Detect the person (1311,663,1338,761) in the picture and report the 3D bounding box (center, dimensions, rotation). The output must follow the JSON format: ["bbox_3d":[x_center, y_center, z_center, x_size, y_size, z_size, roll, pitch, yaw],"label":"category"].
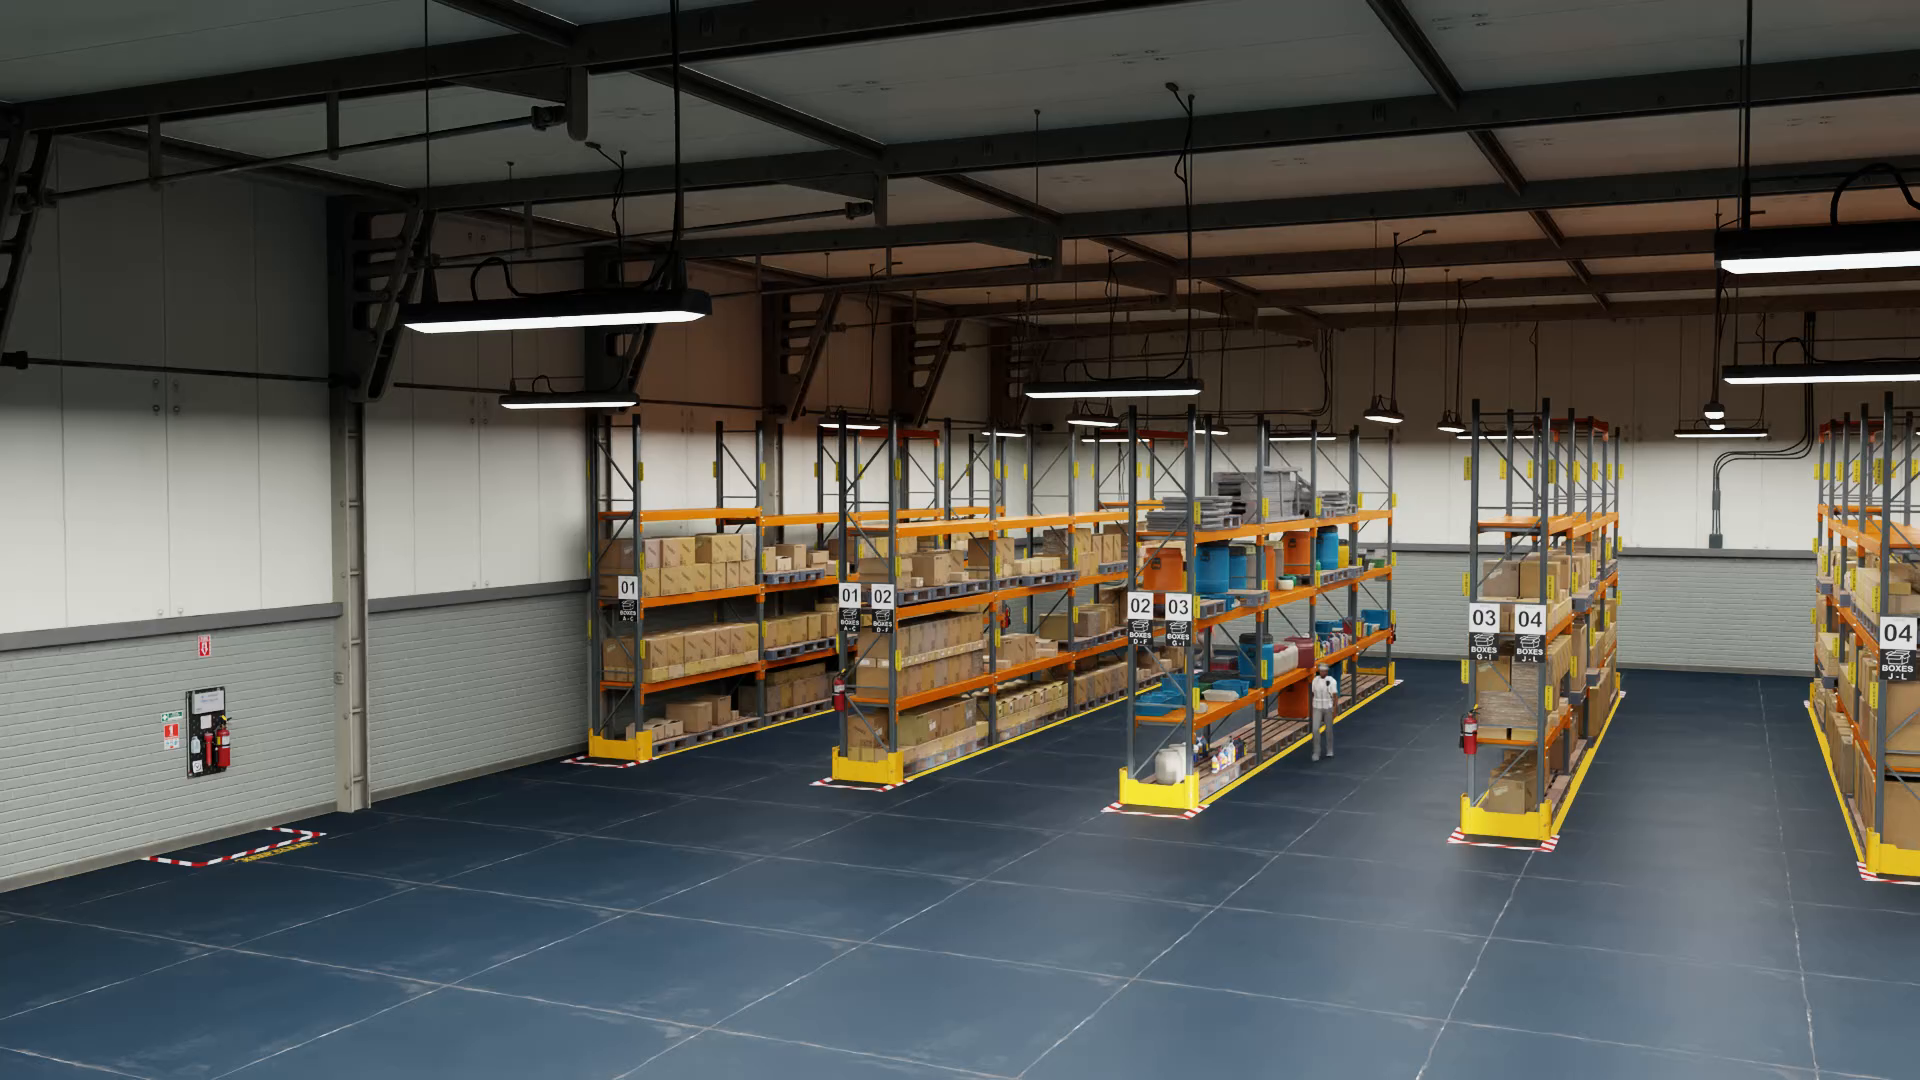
[{"bbox_3d":[6.352,2.981,29.057,0.507,1.691,0.648,1,3,24],"label":"person"}]

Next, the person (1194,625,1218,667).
[{"bbox_3d":[6.229,2.452,42.222,0.530,1.615,1.018,-2,3,-37],"label":"person"}]
